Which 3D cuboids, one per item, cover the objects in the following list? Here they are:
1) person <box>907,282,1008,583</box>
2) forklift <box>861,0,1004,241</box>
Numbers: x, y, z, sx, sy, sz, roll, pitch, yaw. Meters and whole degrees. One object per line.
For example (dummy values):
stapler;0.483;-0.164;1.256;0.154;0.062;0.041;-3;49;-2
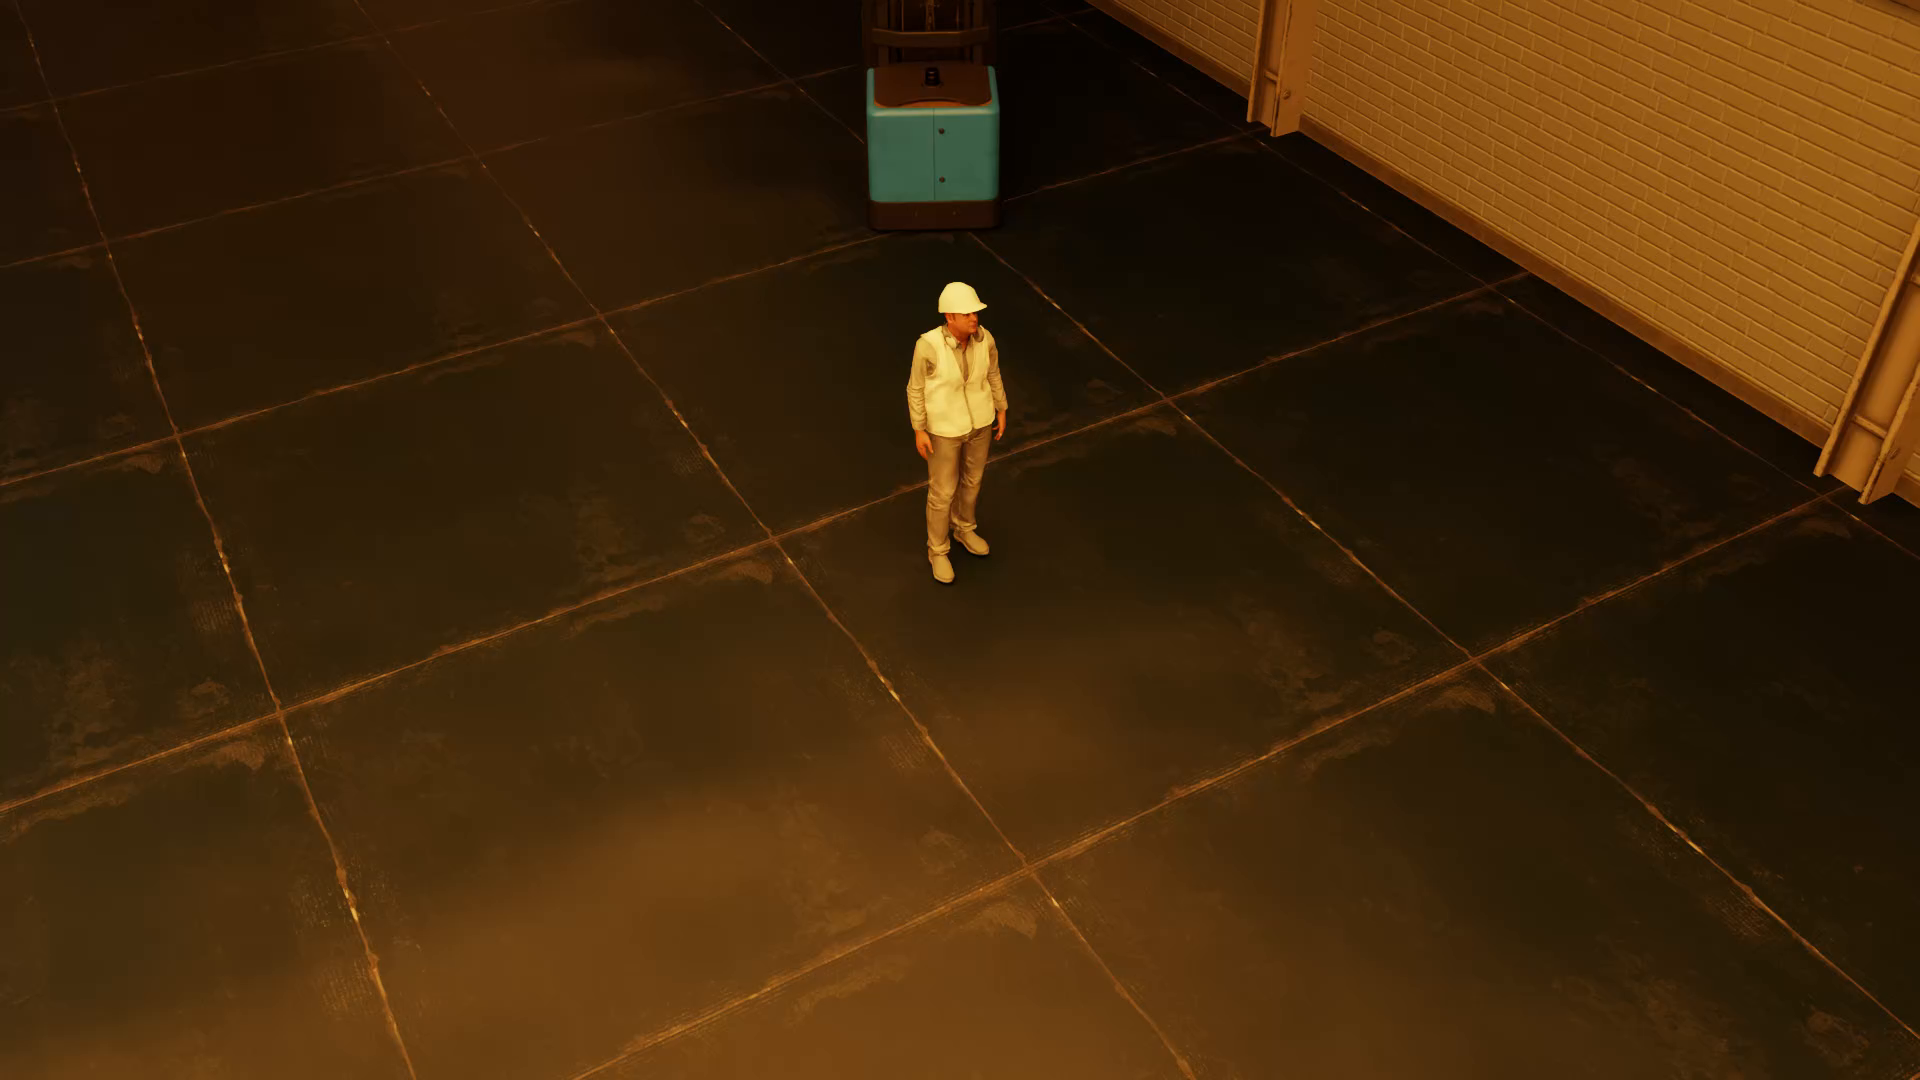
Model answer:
person;0.024;-0.652;9.716;0.632;1.773;0.568;-20;44;-23
forklift;-0.252;-4.394;13.333;1.130;2.935;3.031;-2;40;-2
